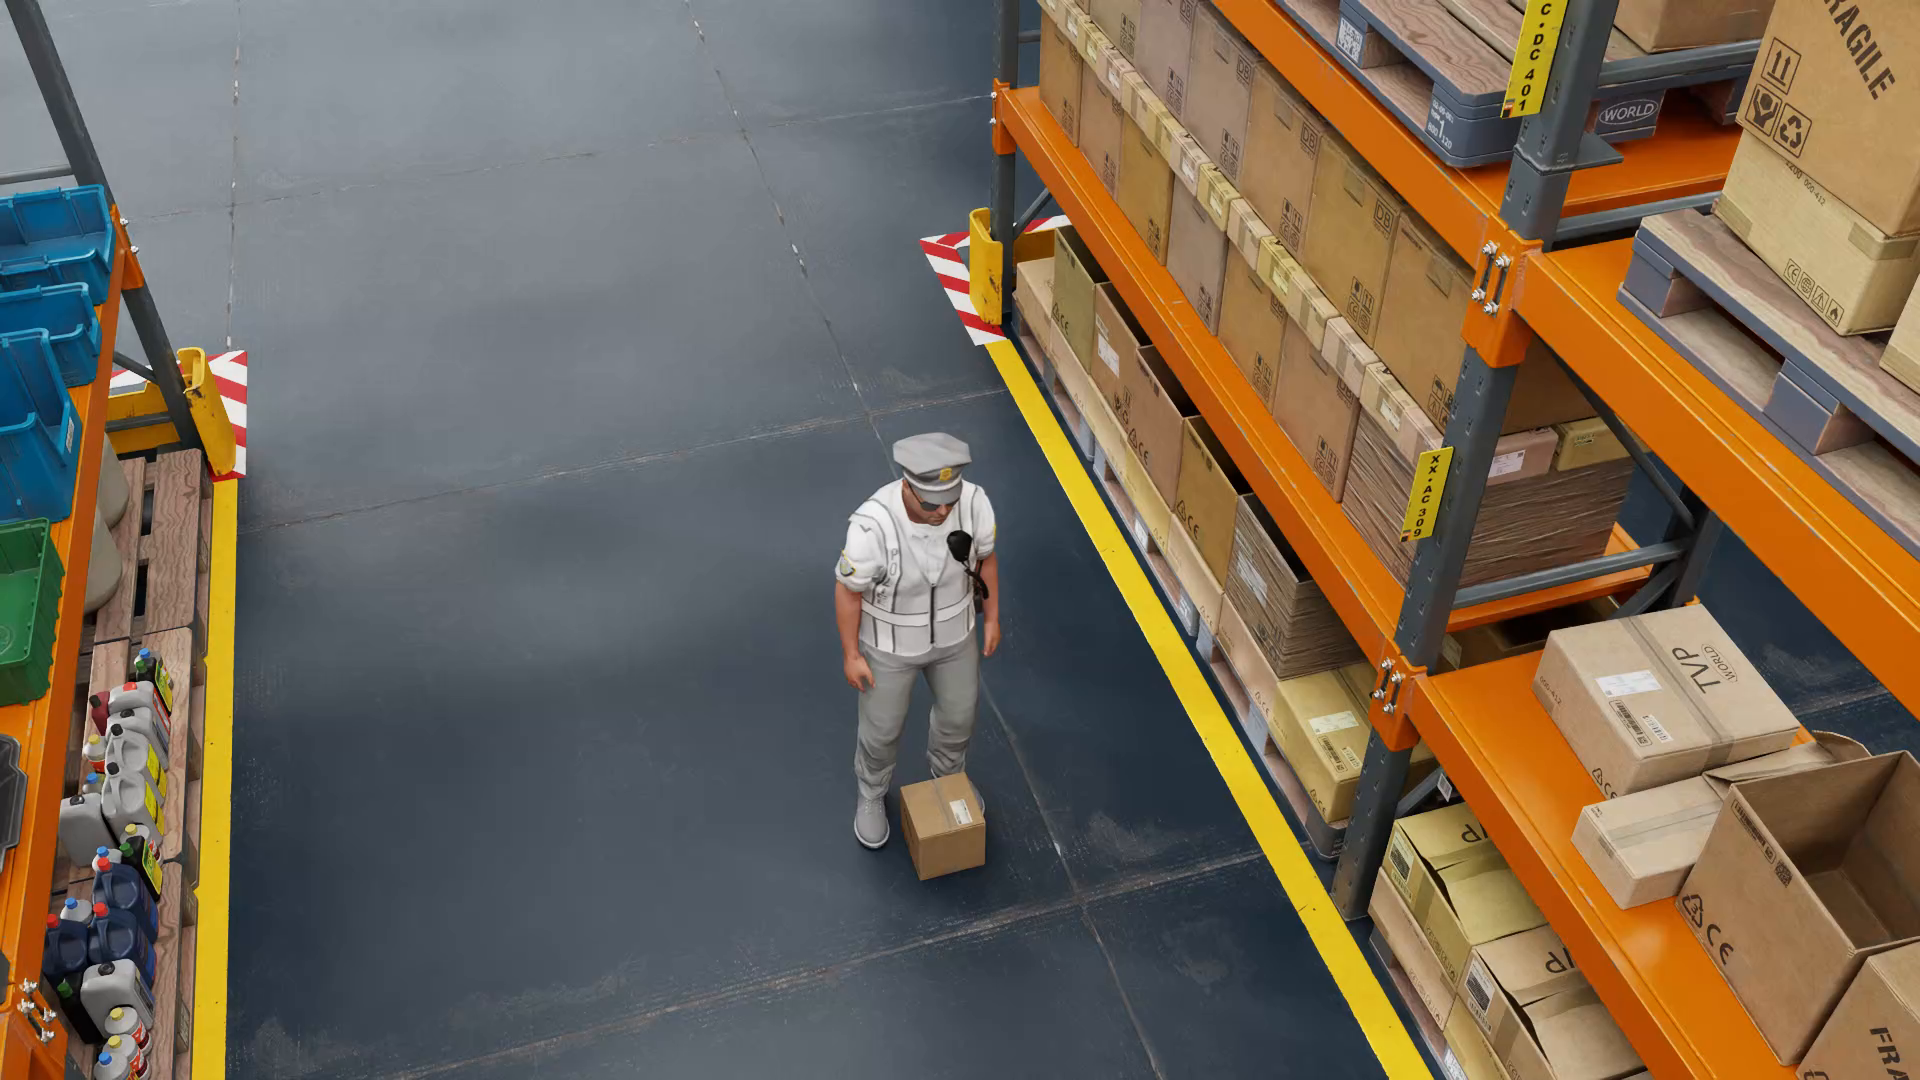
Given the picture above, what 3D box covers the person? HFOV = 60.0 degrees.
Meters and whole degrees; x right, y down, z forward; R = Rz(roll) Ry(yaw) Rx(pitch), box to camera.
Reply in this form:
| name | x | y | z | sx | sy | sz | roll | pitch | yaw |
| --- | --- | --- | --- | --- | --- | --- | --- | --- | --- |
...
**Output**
| name | x | y | z | sx | sy | sz | roll | pitch | yaw |
| --- | --- | --- | --- | --- | --- | --- | --- | --- | --- |
| person | -0.146 | 0.319 | 5.798 | 0.606 | 1.750 | 0.443 | -14 | 44 | -15 |
